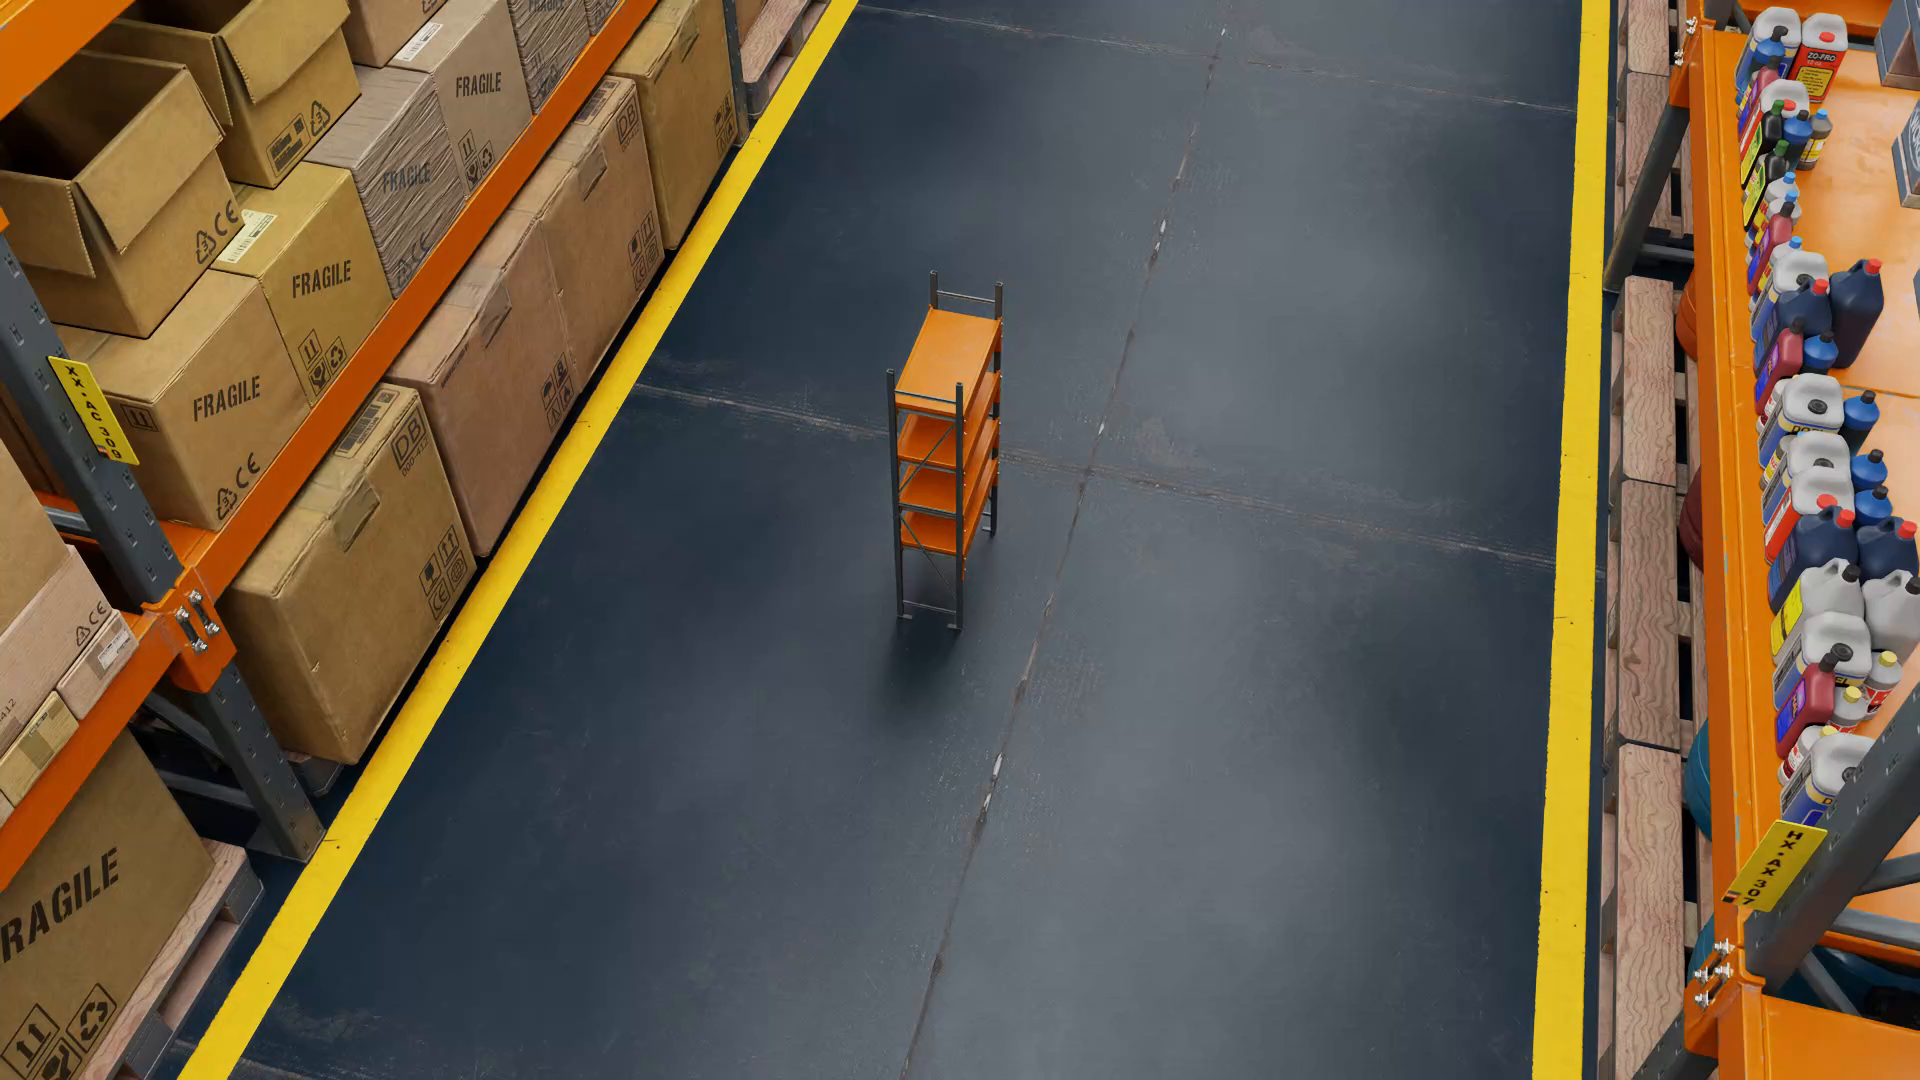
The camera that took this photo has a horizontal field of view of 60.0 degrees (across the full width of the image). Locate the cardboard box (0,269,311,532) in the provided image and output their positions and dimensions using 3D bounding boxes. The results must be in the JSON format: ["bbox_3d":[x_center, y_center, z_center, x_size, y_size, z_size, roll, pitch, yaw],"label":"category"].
[{"bbox_3d":[-2.194,-0.411,4.545,0.500,0.500,0.500,12,50,10],"label":"cardboard box"}]

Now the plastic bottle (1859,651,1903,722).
[{"bbox_3d":[2.236,0.347,4.076,0.097,0.201,0.097,0,49,0],"label":"plastic bottle"}]

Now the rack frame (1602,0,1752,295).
[{"bbox_3d":[3.275,-2.010,6.023,1.000,3.000,0.127,12,50,10],"label":"rack frame"}]

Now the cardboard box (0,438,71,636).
[{"bbox_3d":[-2.419,-0.006,3.656,0.500,0.500,0.500,13,50,11],"label":"cardboard box"}]

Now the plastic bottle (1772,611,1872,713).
[{"bbox_3d":[2.111,0.311,4.057,0.152,0.276,0.135,12,50,10],"label":"plastic bottle"}]

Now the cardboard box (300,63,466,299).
[{"bbox_3d":[-1.930,-1.136,5.186,0.500,0.500,0.500,11,49,9],"label":"cardboard box"}]

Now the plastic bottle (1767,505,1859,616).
[{"bbox_3d":[2.197,0.036,4.250,0.144,0.351,0.185,12,50,10],"label":"plastic bottle"}]

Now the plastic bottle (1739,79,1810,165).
[{"bbox_3d":[2.728,-1.385,5.555,0.152,0.276,0.135,12,50,10],"label":"plastic bottle"}]

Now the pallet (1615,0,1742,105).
[{"bbox_3d":[3.840,-2.520,8.333,1.003,0.211,1.213,12,50,10],"label":"pallet"}]

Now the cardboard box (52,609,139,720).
[{"bbox_3d":[-2.320,0.274,4.175,0.380,0.149,0.250,12,50,10],"label":"cardboard box"}]

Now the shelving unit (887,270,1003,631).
[{"bbox_3d":[-0.044,-0.277,5.694,0.258,1.200,0.503,12,50,10],"label":"shelving unit"}]

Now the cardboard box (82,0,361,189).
[{"bbox_3d":[-2.204,-1.417,4.764,0.797,0.503,0.637,12,50,10],"label":"cardboard box"}]

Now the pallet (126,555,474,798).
[{"bbox_3d":[-2.425,0.256,5.884,1.003,0.211,1.213,12,50,10],"label":"pallet"}]

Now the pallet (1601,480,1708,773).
[{"bbox_3d":[2.785,0.371,5.782,1.003,0.211,1.213,12,50,10],"label":"pallet"}]

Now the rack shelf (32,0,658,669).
[{"bbox_3d":[-2.029,-1.303,5.879,1.077,0.370,4.000,12,50,10],"label":"rack shelf"}]

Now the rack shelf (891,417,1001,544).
[{"bbox_3d":[-0.044,-0.233,5.745,0.258,0.148,0.480,12,50,10],"label":"rack shelf"}]

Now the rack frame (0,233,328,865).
[{"bbox_3d":[-2.556,-0.094,4.332,1.000,3.000,0.127,12,50,10],"label":"rack frame"}]

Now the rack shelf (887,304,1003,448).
[{"bbox_3d":[-0.044,-0.537,5.400,0.258,0.148,0.480,12,50,10],"label":"rack shelf"}]

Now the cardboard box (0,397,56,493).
[{"bbox_3d":[-2.696,-0.519,4.641,0.500,0.500,0.500,12,50,10],"label":"cardboard box"}]

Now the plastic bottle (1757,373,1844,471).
[{"bbox_3d":[2.340,-0.319,4.613,0.152,0.276,0.135,12,50,10],"label":"plastic bottle"}]

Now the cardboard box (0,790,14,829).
[{"bbox_3d":[-2.455,0.646,3.847,0.380,0.149,0.250,11,49,9],"label":"cardboard box"}]

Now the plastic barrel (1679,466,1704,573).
[{"bbox_3d":[2.866,-0.177,5.734,0.600,0.588,0.708,12,50,10],"label":"plastic barrel"}]

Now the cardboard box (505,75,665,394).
[{"bbox_3d":[-1.947,-1.285,6.521,1.225,0.875,0.875,12,50,10],"label":"cardboard box"}]

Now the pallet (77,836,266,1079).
[{"bbox_3d":[-2.831,1.363,4.906,1.003,0.211,1.213,12,50,10],"label":"pallet"}]

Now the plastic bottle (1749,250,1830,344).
[{"bbox_3d":[2.485,-0.717,4.965,0.152,0.276,0.135,12,50,10],"label":"plastic bottle"}]

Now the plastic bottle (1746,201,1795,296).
[{"bbox_3d":[2.501,-0.895,5.117,0.061,0.283,0.133,12,50,10],"label":"plastic bottle"}]

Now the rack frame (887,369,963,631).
[{"bbox_3d":[-0.108,-0.101,5.539,0.240,1.200,0.015,12,50,10],"label":"rack frame"}]

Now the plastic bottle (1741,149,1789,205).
[{"bbox_3d":[2.636,-1.185,5.428,0.097,0.201,0.097,0,49,0],"label":"plastic bottle"}]

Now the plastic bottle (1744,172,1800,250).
[{"bbox_3d":[2.575,-1.042,5.255,0.097,0.271,0.097,0,49,0],"label":"plastic bottle"}]

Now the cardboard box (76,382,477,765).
[{"bbox_3d":[-2.407,0.003,5.384,1.225,0.875,0.875,12,50,10],"label":"cardboard box"}]

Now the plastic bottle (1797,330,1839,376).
[{"bbox_3d":[2.438,-0.491,4.768,0.097,0.271,0.097,0,49,0],"label":"plastic bottle"}]

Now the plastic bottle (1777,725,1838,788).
[{"bbox_3d":[2.019,0.511,3.931,0.097,0.201,0.097,0,49,0],"label":"plastic bottle"}]

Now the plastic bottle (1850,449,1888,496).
[{"bbox_3d":[2.404,-0.138,4.457,0.097,0.271,0.097,0,49,0],"label":"plastic bottle"}]

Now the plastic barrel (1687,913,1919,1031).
[{"bbox_3d":[2.382,1.048,4.443,0.600,0.901,0.708,12,50,10],"label":"plastic barrel"}]

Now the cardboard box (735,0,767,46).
[{"bbox_3d":[-1.346,-2.794,8.089,0.700,0.500,0.500,9,49,8],"label":"cardboard box"}]

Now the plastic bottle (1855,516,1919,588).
[{"bbox_3d":[2.337,0.065,4.225,0.144,0.351,0.185,12,50,10],"label":"plastic bottle"}]

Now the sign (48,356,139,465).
[{"bbox_3d":[-2.020,-0.298,3.882,0.100,0.325,0.005,12,50,10],"label":"sign"}]

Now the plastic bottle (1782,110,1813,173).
[{"bbox_3d":[2.730,-1.293,5.476,0.097,0.271,0.097,0,49,0],"label":"plastic bottle"}]

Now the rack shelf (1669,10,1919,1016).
[{"bbox_3d":[2.749,-0.325,5.016,1.077,0.370,4.000,12,50,10],"label":"rack shelf"}]

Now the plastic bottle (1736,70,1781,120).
[{"bbox_3d":[2.767,-1.546,5.746,0.097,0.201,0.097,0,49,0],"label":"plastic bottle"}]

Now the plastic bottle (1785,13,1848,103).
[{"bbox_3d":[2.996,-1.690,5.823,0.152,0.276,0.135,12,50,10],"label":"plastic bottle"}]

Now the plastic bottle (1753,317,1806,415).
[{"bbox_3d":[2.357,-0.497,4.766,0.061,0.283,0.133,12,50,10],"label":"plastic bottle"}]

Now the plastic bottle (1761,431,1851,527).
[{"bbox_3d":[2.279,-0.151,4.465,0.152,0.276,0.135,12,50,10],"label":"plastic bottle"}]

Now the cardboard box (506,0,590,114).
[{"bbox_3d":[-1.664,-1.879,5.841,0.500,0.500,0.500,10,49,9],"label":"cardboard box"}]

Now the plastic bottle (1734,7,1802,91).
[{"bbox_3d":[2.850,-1.720,5.850,0.152,0.276,0.135,12,50,10],"label":"plastic bottle"}]
